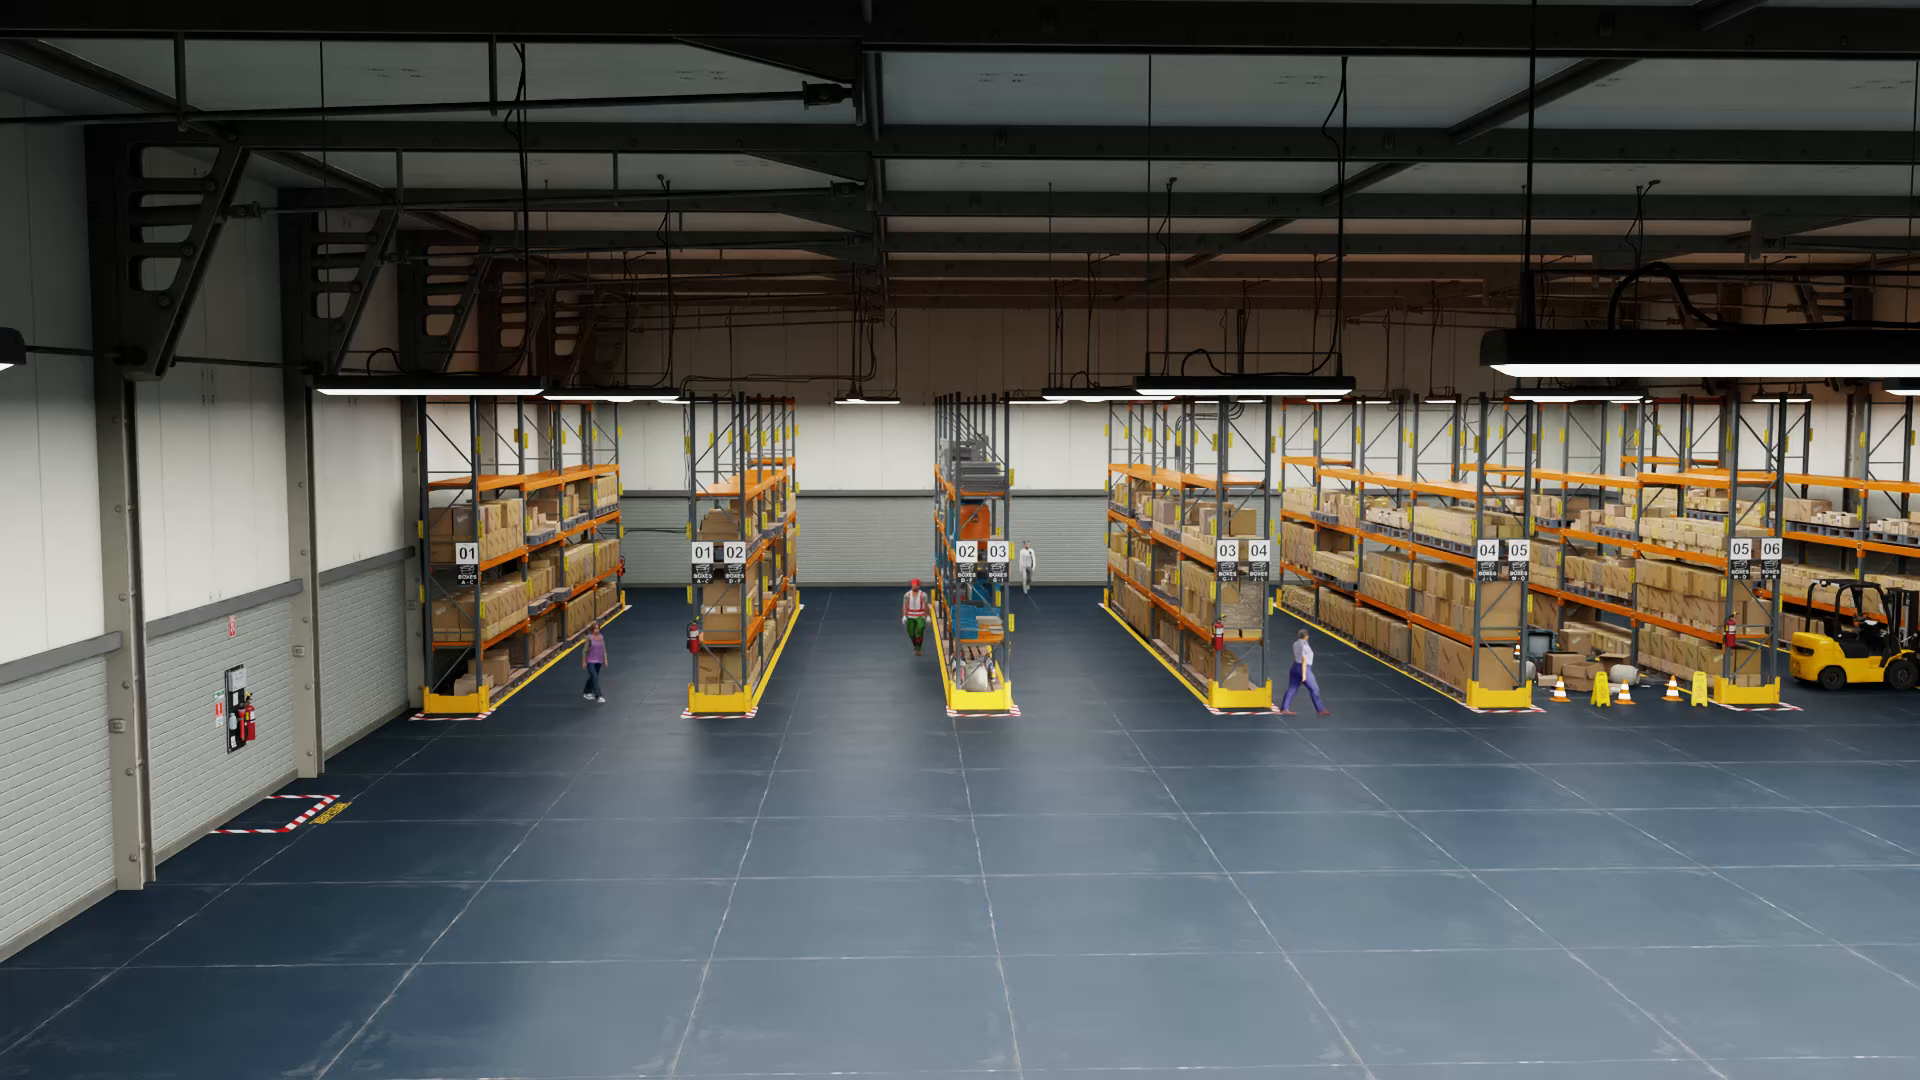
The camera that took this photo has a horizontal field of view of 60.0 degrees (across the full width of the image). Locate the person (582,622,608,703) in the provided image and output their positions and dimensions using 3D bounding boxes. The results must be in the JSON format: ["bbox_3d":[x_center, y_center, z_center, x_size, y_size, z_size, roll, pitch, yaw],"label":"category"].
[{"bbox_3d":[-7.034,2.356,32.123,0.975,1.541,0.444,4,6,40],"label":"person"}]

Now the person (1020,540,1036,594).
[{"bbox_3d":[2.067,0.803,51.058,0.487,1.632,0.872,0,5,-5],"label":"person"}]

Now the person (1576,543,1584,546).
[{"bbox_3d":[18.387,0.921,49.268,0.561,1.672,0.470,0,5,-3],"label":"person"}]

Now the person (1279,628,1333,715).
[{"bbox_3d":[6.389,2.438,30.800,0.914,1.595,0.580,-2,5,-24],"label":"person"}]

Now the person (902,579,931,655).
[{"bbox_3d":[-0.988,1.678,36.761,0.599,1.638,0.953,1,5,11],"label":"person"}]
